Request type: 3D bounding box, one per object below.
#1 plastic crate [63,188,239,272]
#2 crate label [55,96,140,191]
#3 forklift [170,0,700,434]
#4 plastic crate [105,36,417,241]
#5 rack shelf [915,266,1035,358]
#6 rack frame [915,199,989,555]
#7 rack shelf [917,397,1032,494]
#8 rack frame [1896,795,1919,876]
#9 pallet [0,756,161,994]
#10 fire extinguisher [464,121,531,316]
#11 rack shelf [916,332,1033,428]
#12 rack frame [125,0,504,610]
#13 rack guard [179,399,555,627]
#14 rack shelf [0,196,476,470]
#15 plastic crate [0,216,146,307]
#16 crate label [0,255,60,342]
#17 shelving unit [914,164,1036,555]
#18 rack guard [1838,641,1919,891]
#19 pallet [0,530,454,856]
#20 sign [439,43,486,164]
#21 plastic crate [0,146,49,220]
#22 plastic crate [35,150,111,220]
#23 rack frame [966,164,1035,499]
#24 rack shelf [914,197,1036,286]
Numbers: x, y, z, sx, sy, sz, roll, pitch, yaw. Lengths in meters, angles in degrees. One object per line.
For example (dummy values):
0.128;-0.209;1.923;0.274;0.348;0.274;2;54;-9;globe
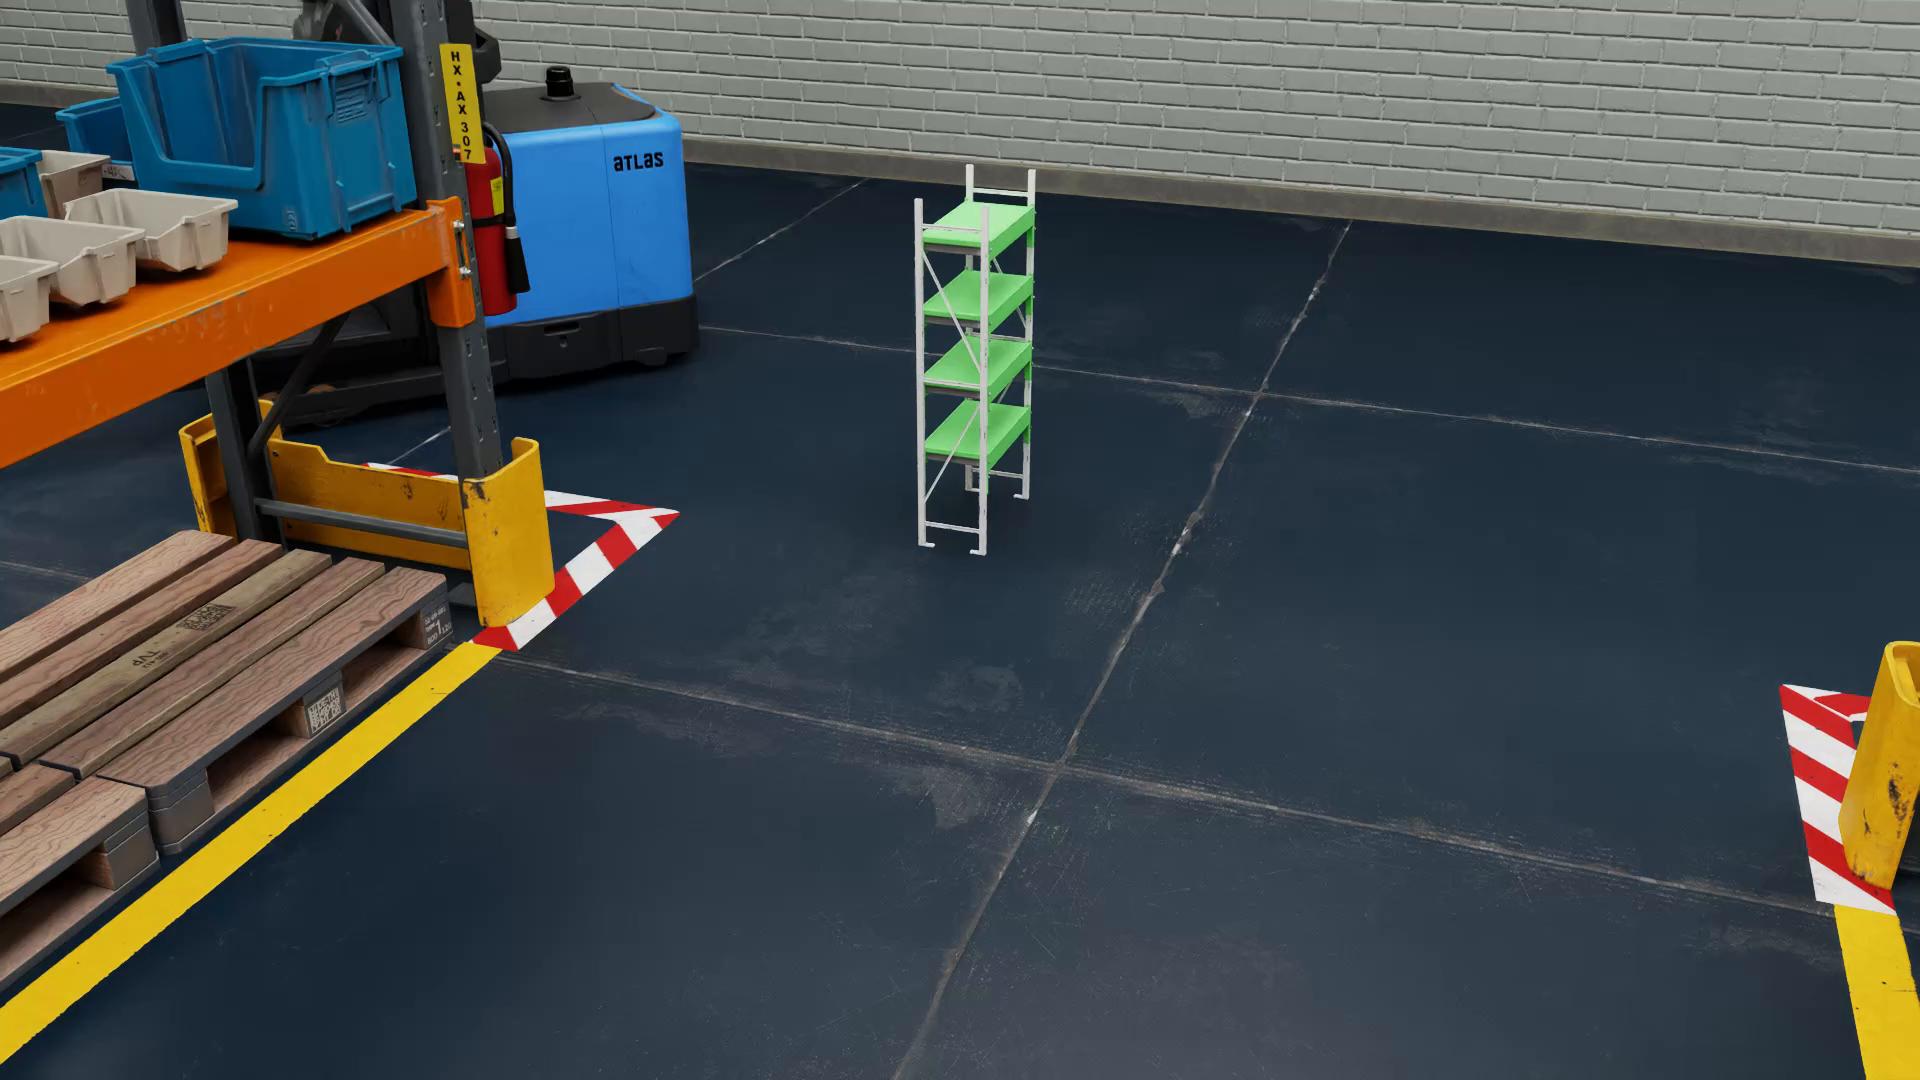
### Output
-2.008;-0.760;4.111;0.396;0.136;0.243;9;27;17;plastic crate
-2.300;-1.111;4.725;0.416;0.233;0.303;9;27;17;crate label
-2.702;-1.997;6.511;3.031;2.935;1.130;-13;29;-24;forklift
-1.843;-1.091;4.452;0.616;0.435;0.499;9;27;17;plastic crate
0.055;-0.767;5.552;0.258;0.148;0.480;9;27;17;rack shelf
-0.026;-0.508;5.422;0.240;1.200;0.015;9;27;17;rack frame
0.055;-0.335;5.761;0.258;0.148;0.480;9;27;17;rack shelf
2.763;-0.495;3.329;1.000;3.000;0.127;9;27;17;rack frame
-2.626;0.875;3.700;1.003;0.211;1.213;9;27;17;pallet
-1.429;-1.006;4.903;0.296;0.674;0.183;9;27;17;fire extinguisher
0.055;-0.551;5.657;0.258;0.148;0.480;9;27;17;rack shelf
-1.908;-1.213;4.813;1.000;3.000;0.127;9;27;17;rack frame
-1.912;-0.099;5.382;1.175;0.500;0.348;9;27;17;rack guard
-2.573;-0.067;3.272;1.077;0.370;4.000;9;27;17;rack shelf
-2.118;-0.643;3.869;0.396;0.136;0.243;9;27;17;plastic crate
-2.188;-0.525;3.625;0.396;0.136;0.243;9;27;17;crate label
0.055;-0.608;5.629;0.258;1.200;0.503;9;27;17;shelving unit
2.771;0.621;3.894;1.175;0.500;0.348;9;27;17;rack guard
-2.219;0.376;4.732;1.003;0.211;1.213;9;27;17;pallet
-1.384;-1.213;4.626;0.100;0.325;0.005;9;27;17;sign
-2.519;-0.840;4.166;0.416;0.233;0.300;9;27;17;plastic crate
-2.485;-0.948;4.499;0.250;0.136;0.298;9;27;17;plastic crate
0.136;-0.708;5.836;0.240;1.200;0.015;9;27;17;rack frame
0.055;-0.983;5.448;0.258;0.148;0.480;9;27;17;rack shelf
